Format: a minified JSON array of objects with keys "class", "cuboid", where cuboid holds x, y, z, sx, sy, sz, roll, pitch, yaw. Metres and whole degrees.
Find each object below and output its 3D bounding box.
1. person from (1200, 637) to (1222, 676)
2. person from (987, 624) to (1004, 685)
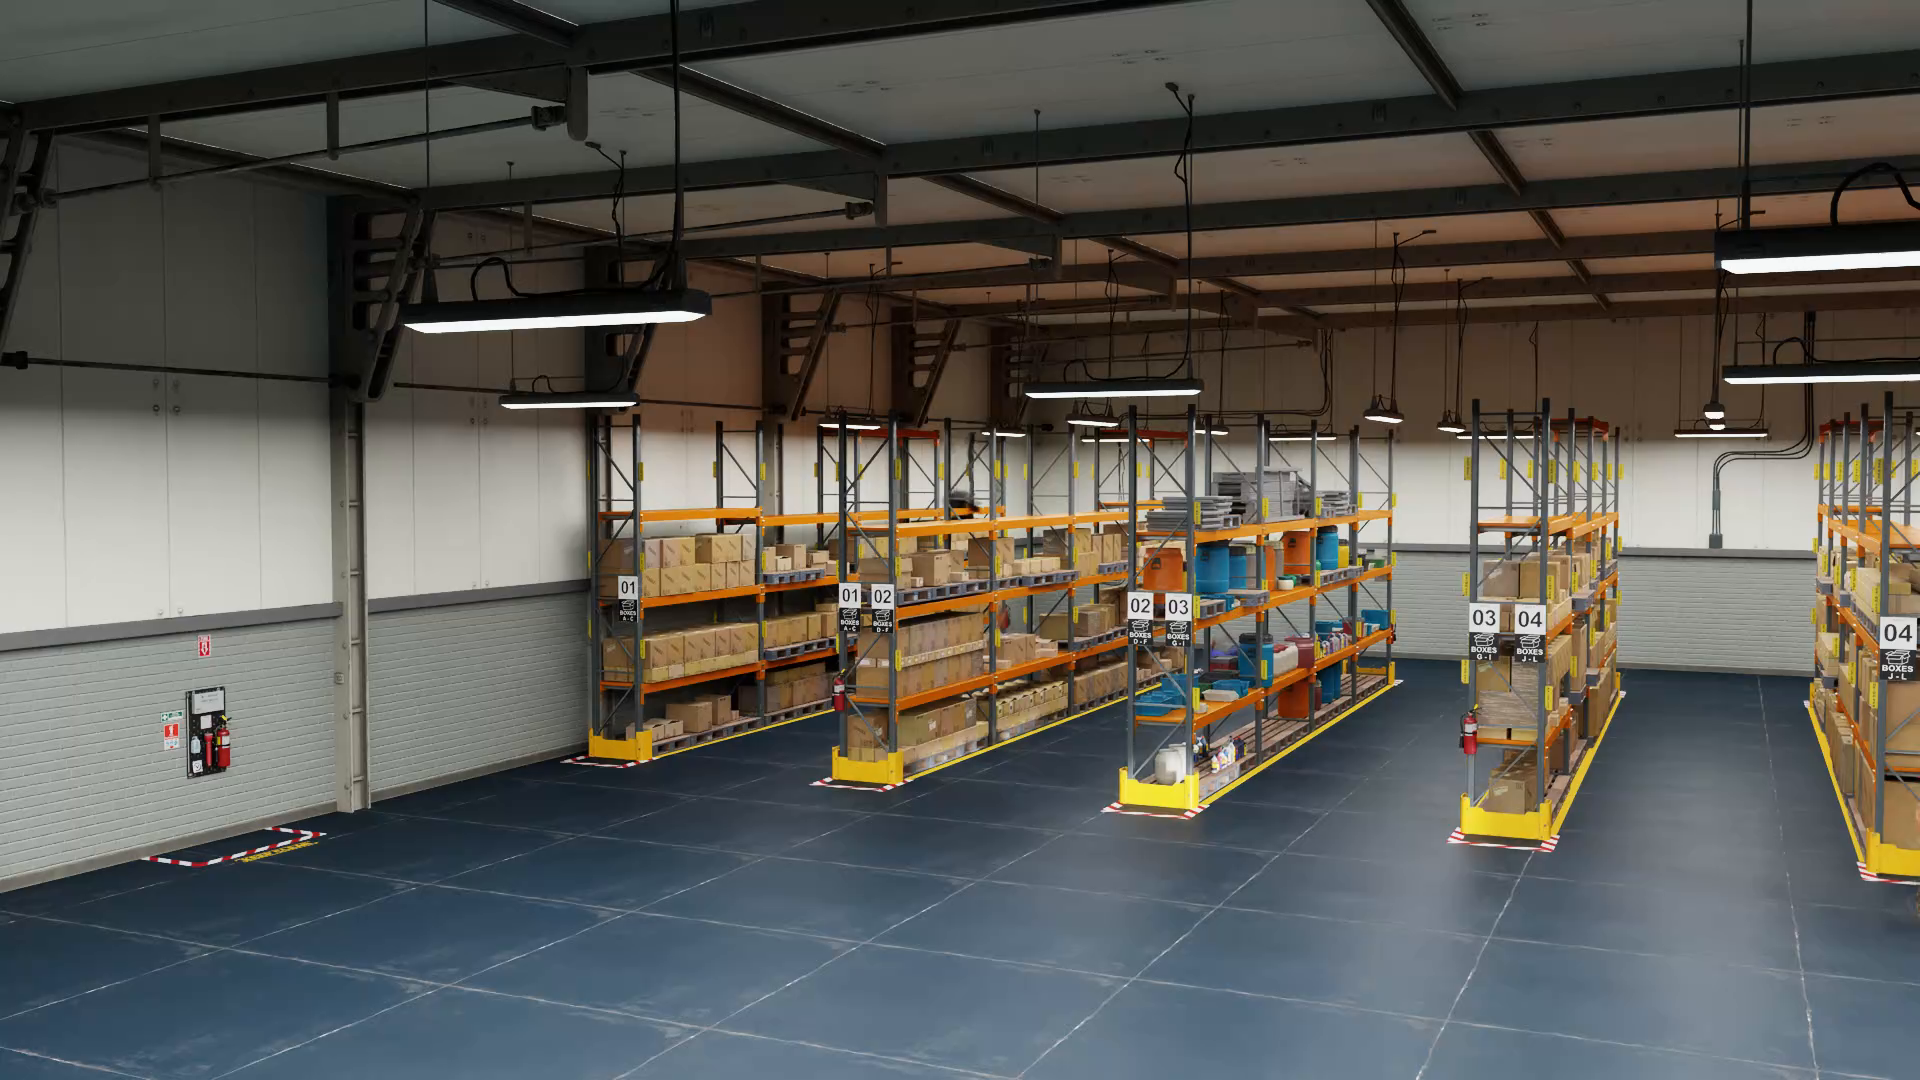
[{"class":"person","cuboid":[5.044,2.806,33.567,0.550,1.689,0.726,1,3,29]},{"class":"person","cuboid":[0.818,2.656,36.843,0.616,1.604,0.553,1,3,21]}]
